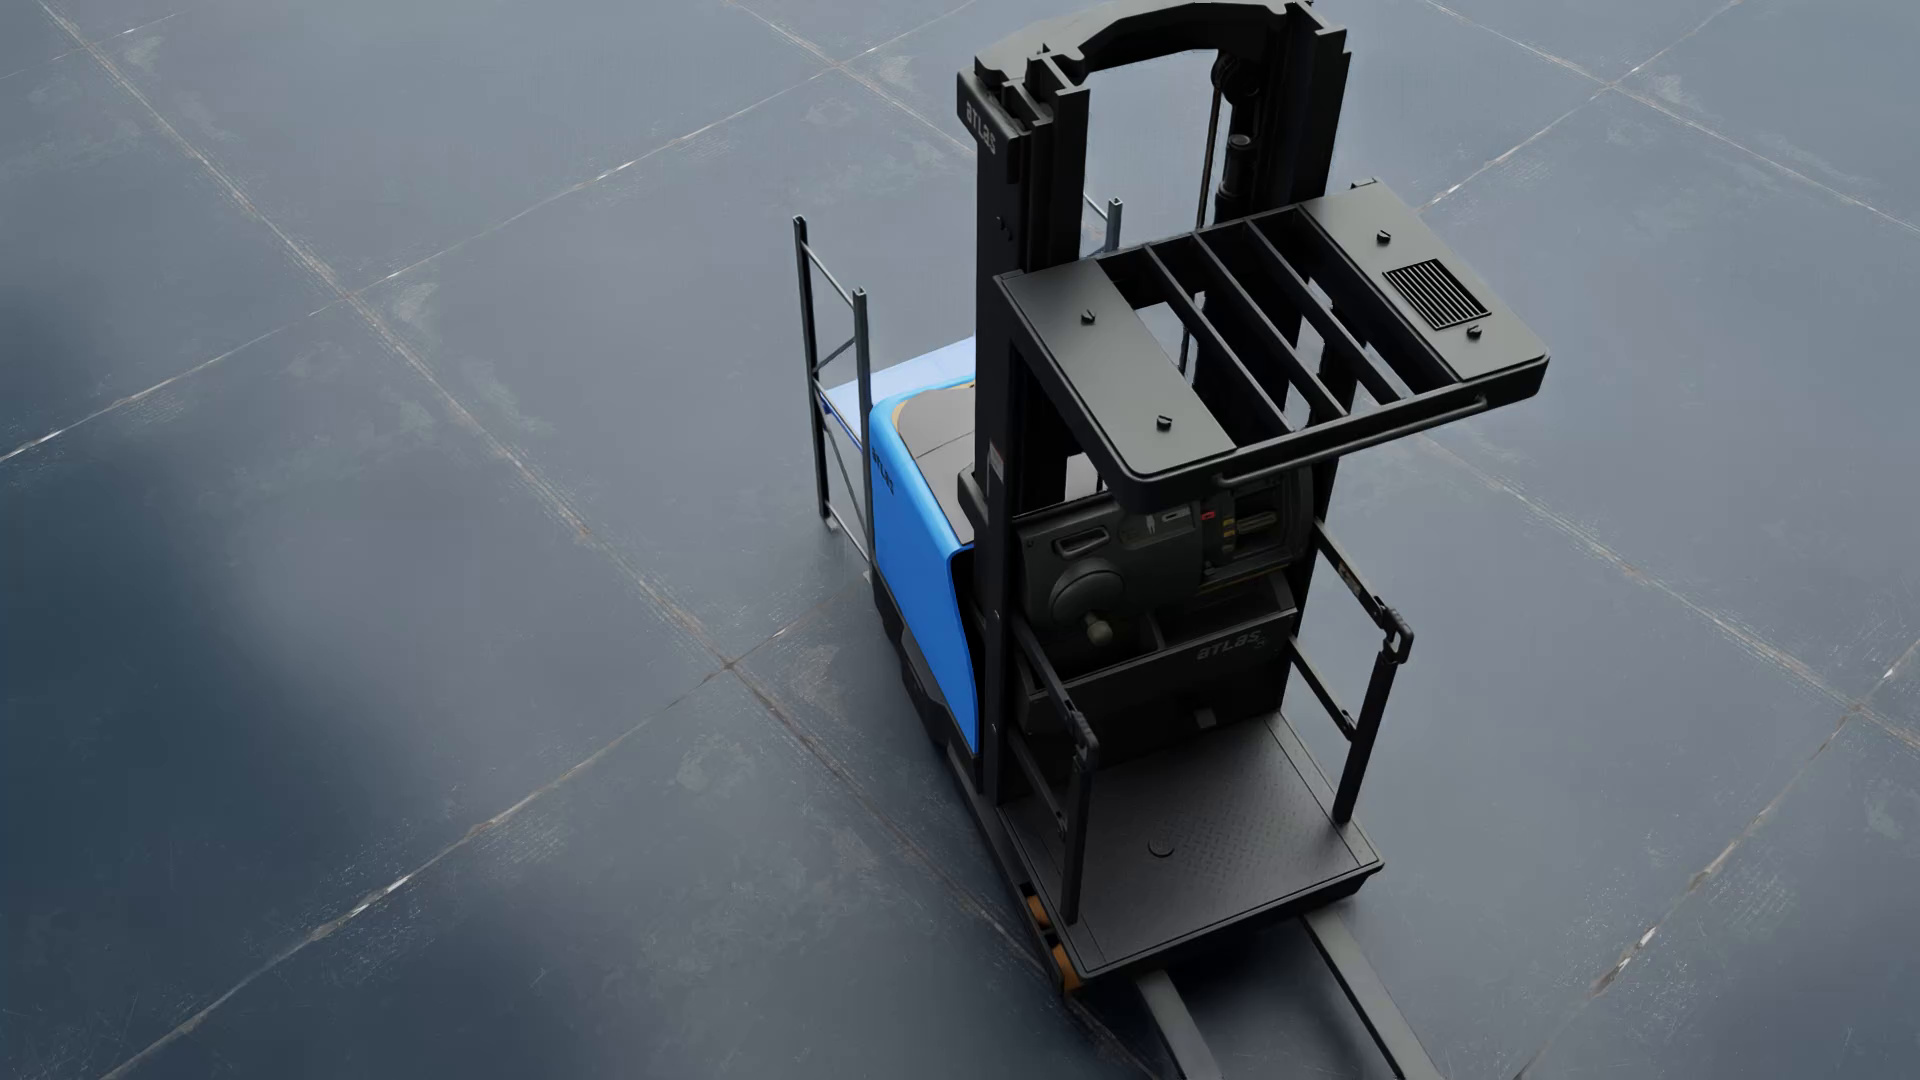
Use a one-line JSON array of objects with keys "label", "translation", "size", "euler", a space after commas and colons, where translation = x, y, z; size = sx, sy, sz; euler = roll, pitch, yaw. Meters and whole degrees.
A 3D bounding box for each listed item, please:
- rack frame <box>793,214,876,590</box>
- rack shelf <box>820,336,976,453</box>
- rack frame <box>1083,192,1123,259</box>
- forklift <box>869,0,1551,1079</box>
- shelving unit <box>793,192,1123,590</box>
[{"label": "rack frame", "translation": [-0.447, -0.465, 6.212], "size": [0.032, 1.500, 0.500], "euler": [-23, 51, -20]}, {"label": "rack shelf", "translation": [-0.005, -0.528, 6.514], "size": [1.000, 0.185, 0.538], "euler": [-23, 51, -20]}, {"label": "rack frame", "translation": [0.437, -0.834, 6.552], "size": [0.032, 1.500, 0.500], "euler": [-23, 51, -20]}, {"label": "forklift", "translation": [0.695, 0.118, 4.700], "size": [1.130, 2.935, 3.031], "euler": [-17, 50, -15]}, {"label": "shelving unit", "translation": [-0.005, -0.650, 6.382], "size": [1.048, 1.500, 0.538], "euler": [-23, 51, -20]}]
